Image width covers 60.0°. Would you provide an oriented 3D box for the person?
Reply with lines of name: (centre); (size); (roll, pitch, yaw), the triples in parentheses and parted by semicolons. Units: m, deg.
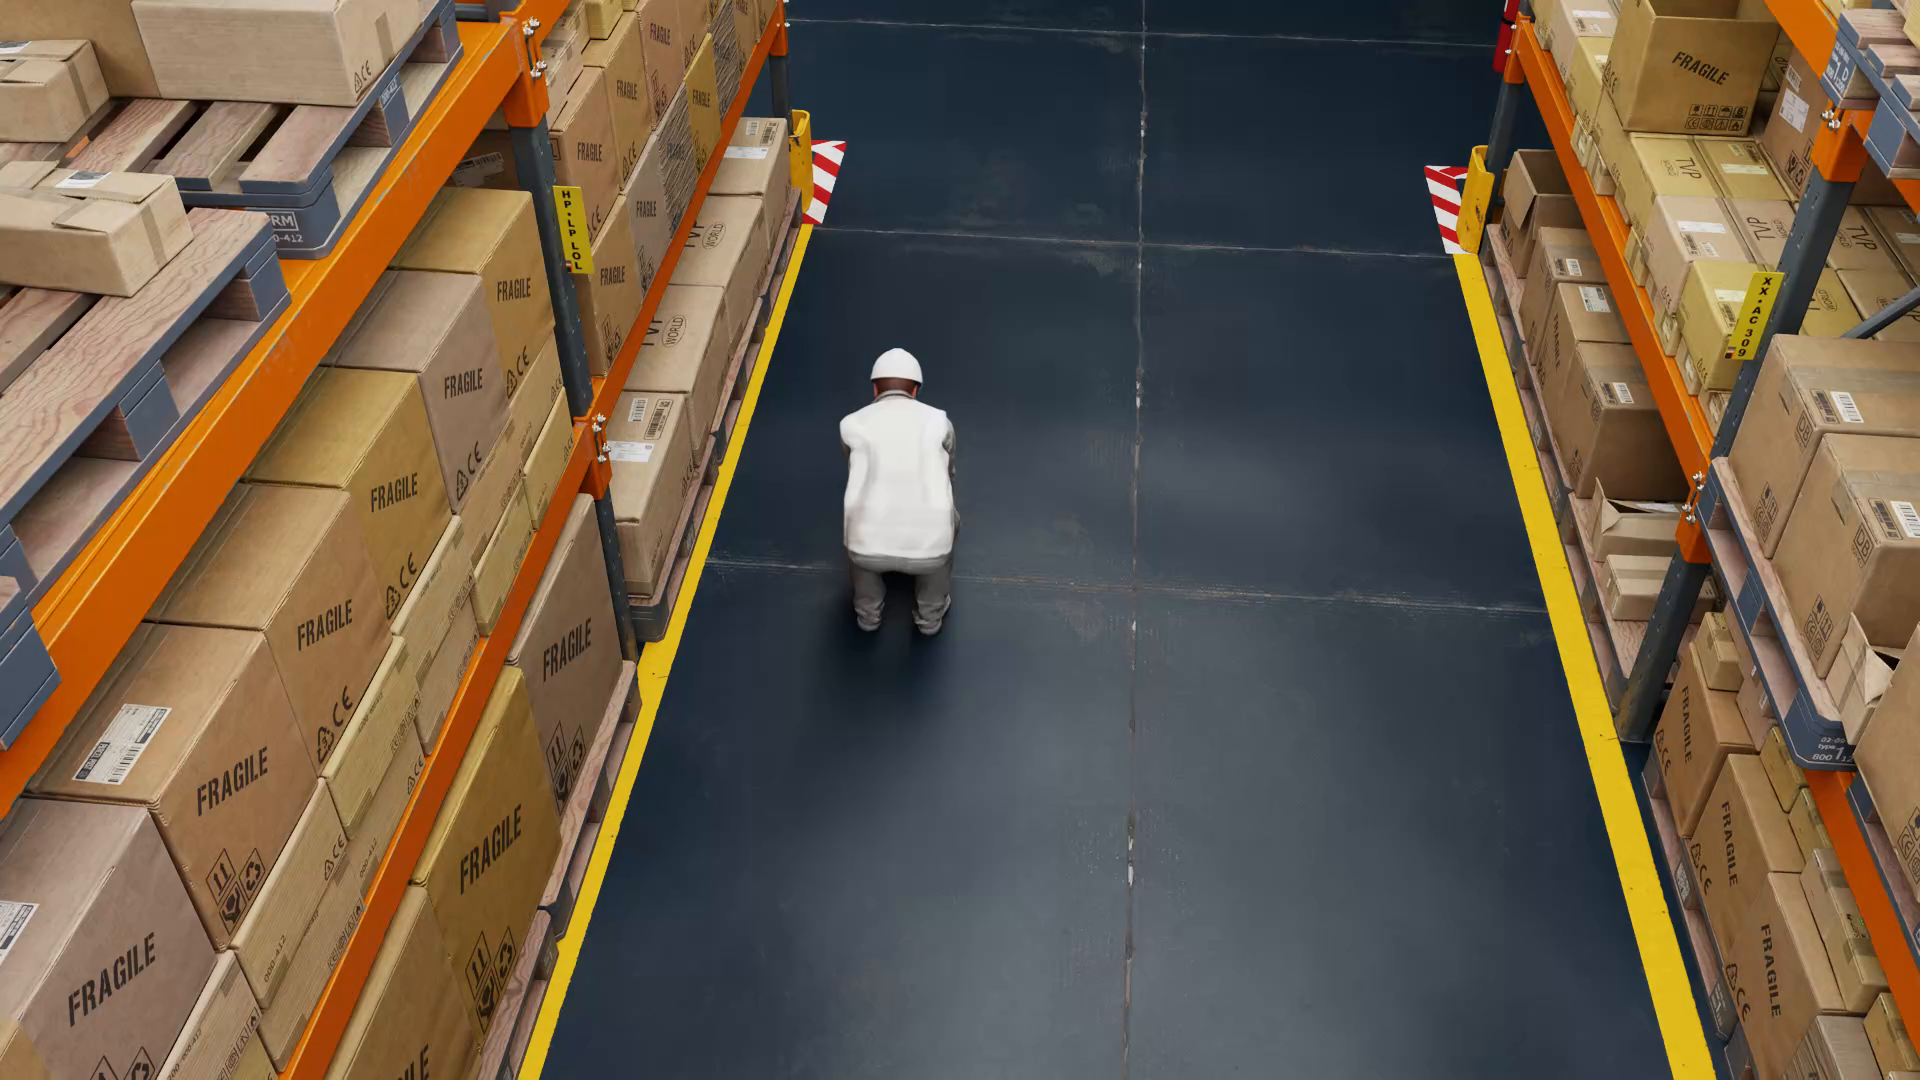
person: (-0.249, -0.167, 6.947); (0.507, 1.000, 0.924); (2, 40, 2)
